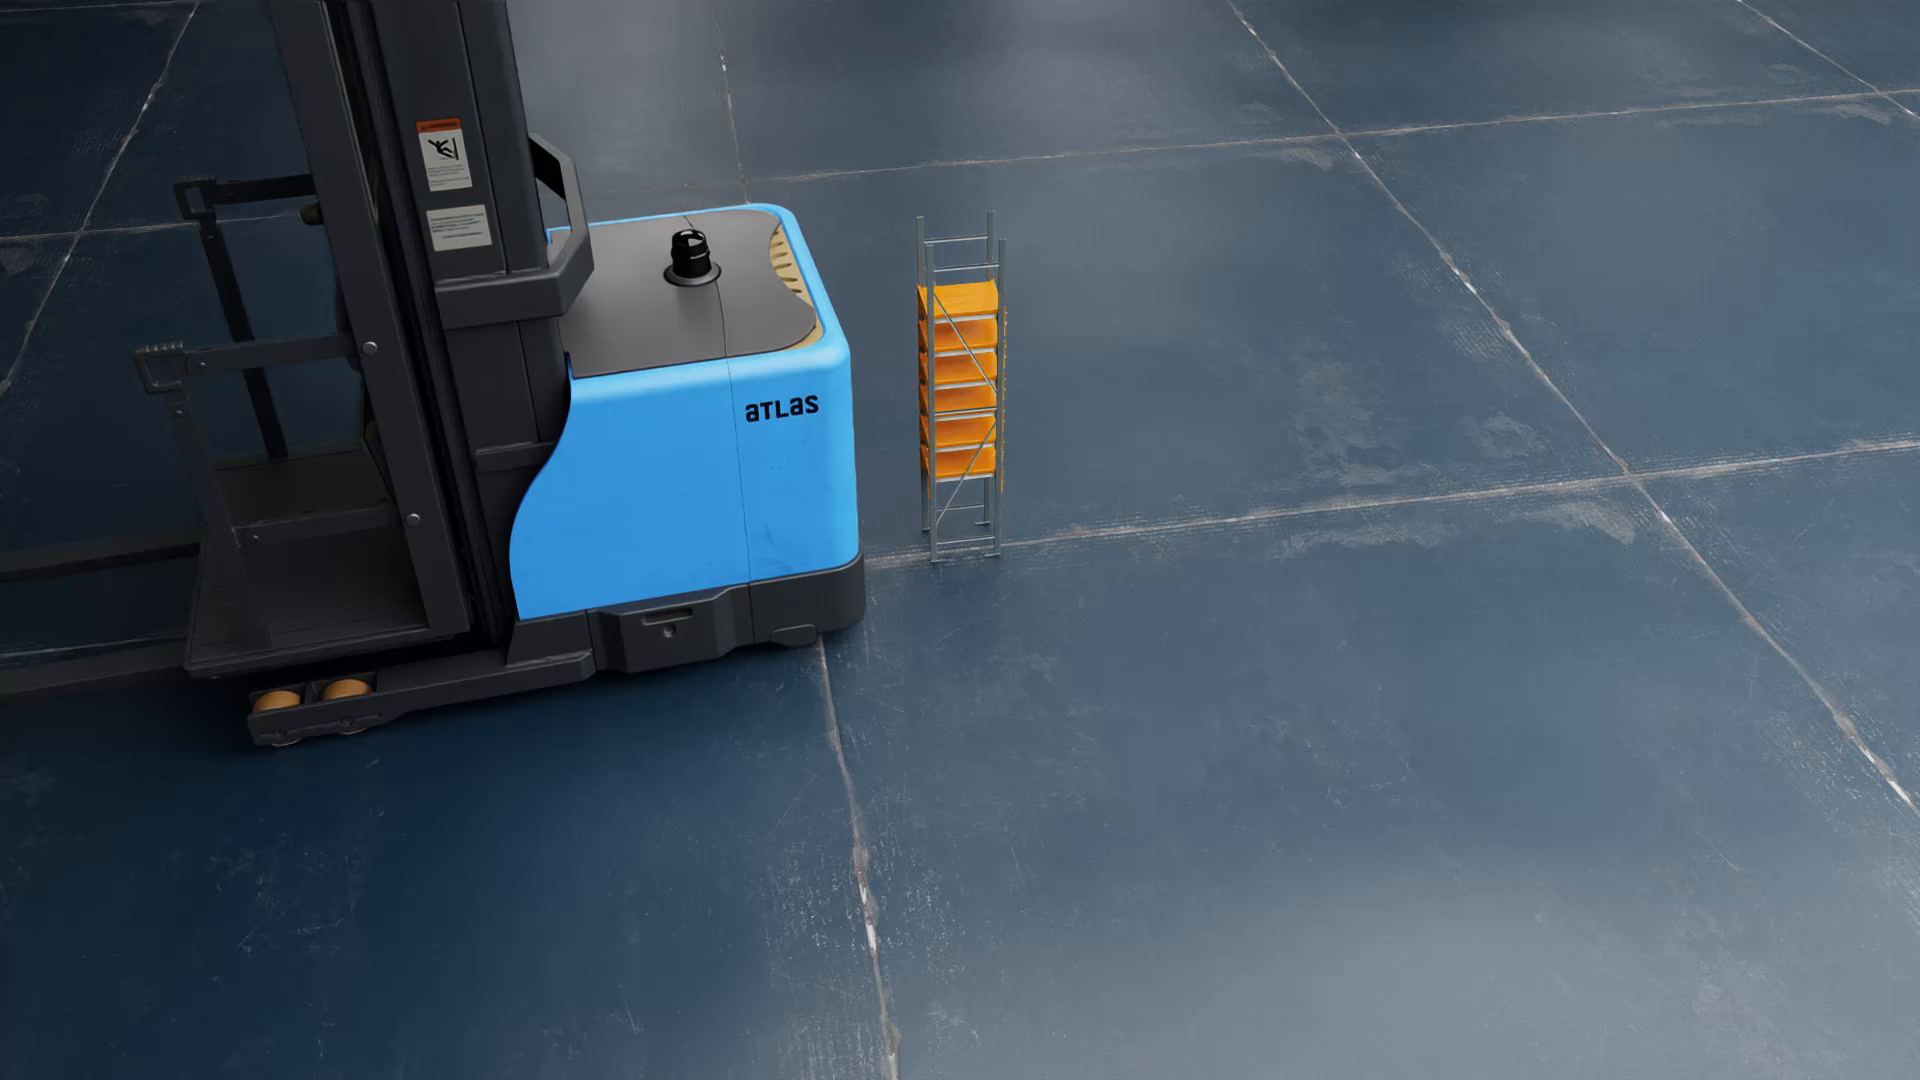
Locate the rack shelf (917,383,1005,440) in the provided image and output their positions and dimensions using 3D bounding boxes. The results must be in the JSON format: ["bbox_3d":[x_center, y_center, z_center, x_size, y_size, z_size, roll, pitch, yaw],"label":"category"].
[{"bbox_3d":[0.003,-0.430,5.398,0.258,0.103,0.180,-6,38,-8],"label":"rack shelf"}]

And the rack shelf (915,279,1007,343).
[{"bbox_3d":[0.003,-0.714,5.177,0.258,0.103,0.180,-6,38,-8],"label":"rack shelf"}]

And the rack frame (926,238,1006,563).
[{"bbox_3d":[0.019,-0.410,5.300,0.240,1.200,0.006,-6,38,-8],"label":"rack frame"}]

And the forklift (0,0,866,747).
[{"bbox_3d":[-1.878,-0.904,4.524,3.031,2.935,1.130,-9,39,-12],"label":"forklift"}]

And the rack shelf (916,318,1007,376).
[{"bbox_3d":[0.003,-0.620,5.251,0.258,0.103,0.180,-6,38,-8],"label":"rack shelf"}]

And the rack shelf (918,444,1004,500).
[{"bbox_3d":[0.003,-0.240,5.545,0.258,0.103,0.180,-6,38,-8],"label":"rack shelf"}]

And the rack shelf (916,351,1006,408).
[{"bbox_3d":[0.003,-0.525,5.324,0.258,0.103,0.180,-6,38,-8],"label":"rack shelf"}]

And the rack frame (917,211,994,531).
[{"bbox_3d":[-0.013,-0.520,5.442,0.240,1.200,0.006,-6,38,-8],"label":"rack frame"}]

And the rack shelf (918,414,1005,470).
[{"bbox_3d":[0.003,-0.335,5.472,0.258,0.103,0.180,-6,38,-8],"label":"rack shelf"}]

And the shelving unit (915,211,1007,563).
[{"bbox_3d":[0.003,-0.465,5.371,0.258,1.200,0.189,-6,38,-8],"label":"shelving unit"}]
